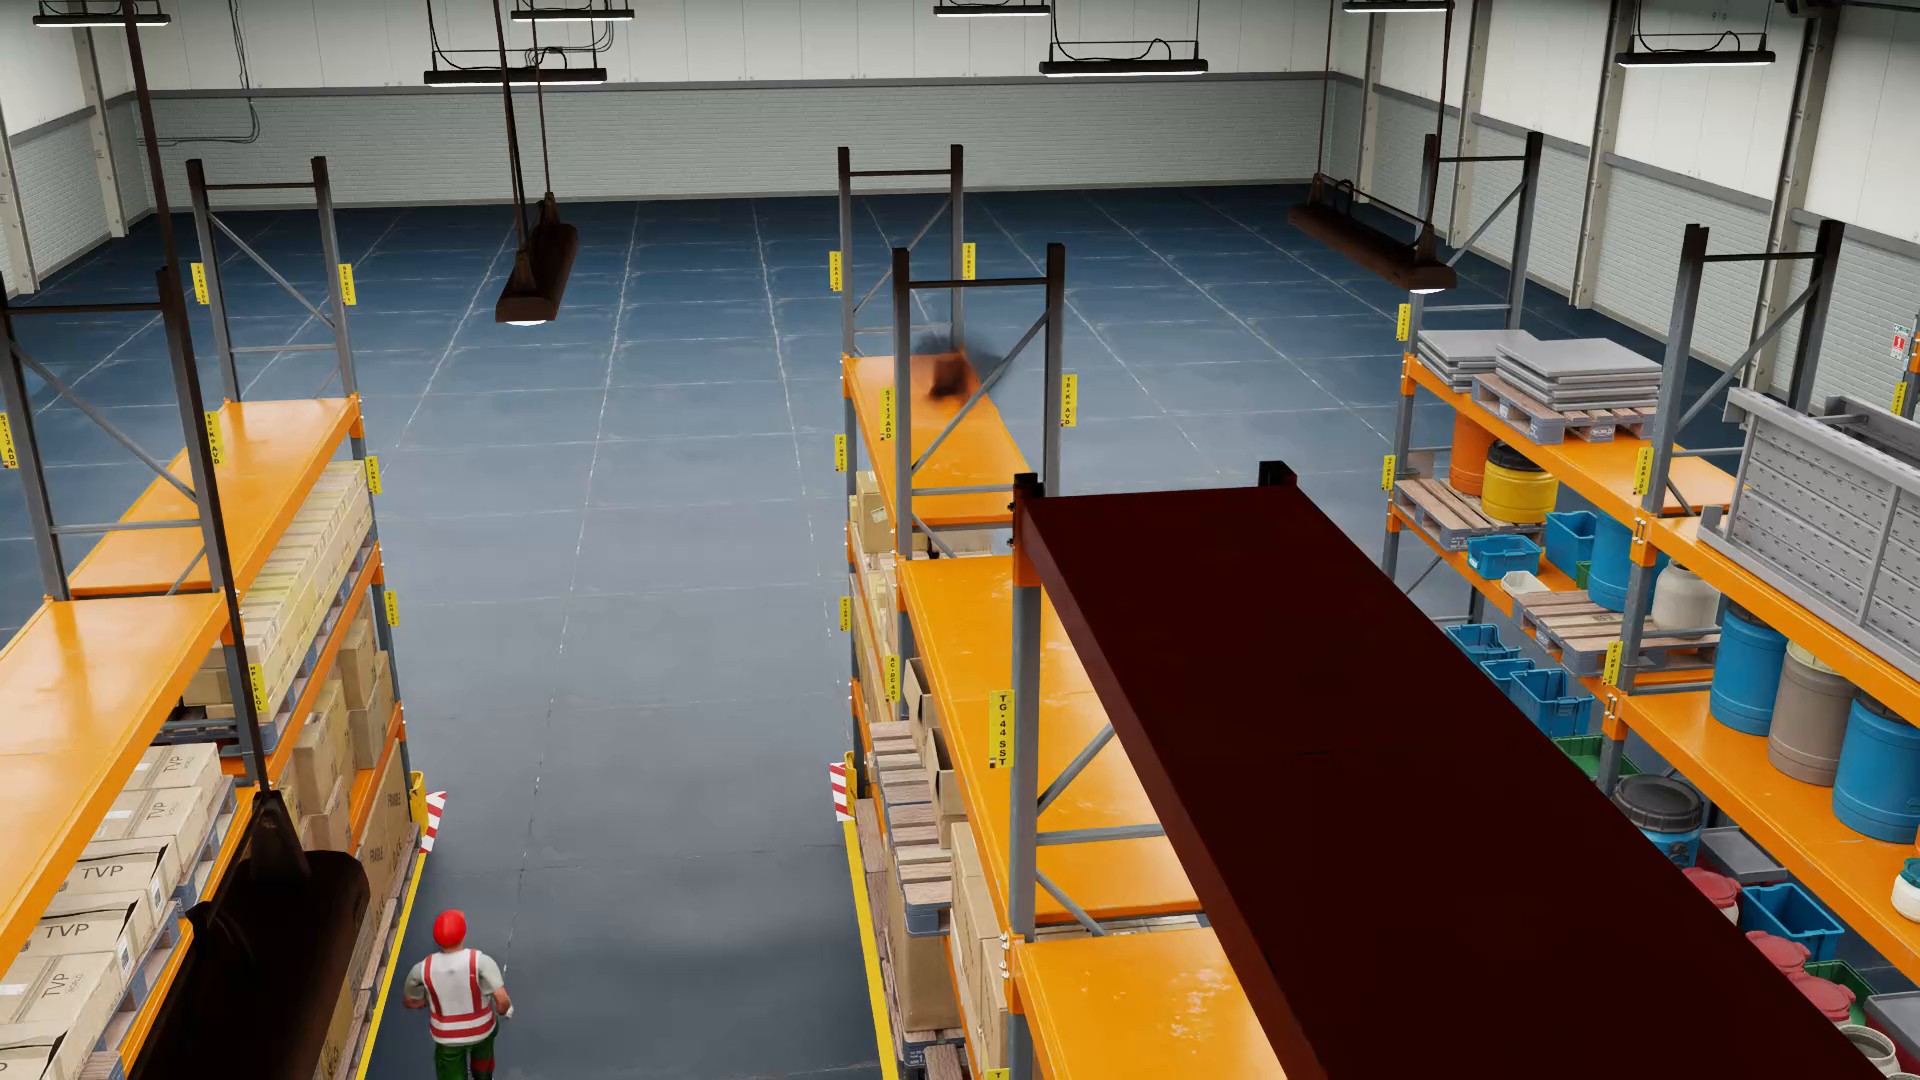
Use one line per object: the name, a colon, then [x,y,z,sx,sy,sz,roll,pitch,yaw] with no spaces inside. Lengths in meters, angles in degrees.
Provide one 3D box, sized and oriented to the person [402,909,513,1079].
person: [-3.224,3.184,10.765,0.673,1.769,0.872,-4,22,-11]
